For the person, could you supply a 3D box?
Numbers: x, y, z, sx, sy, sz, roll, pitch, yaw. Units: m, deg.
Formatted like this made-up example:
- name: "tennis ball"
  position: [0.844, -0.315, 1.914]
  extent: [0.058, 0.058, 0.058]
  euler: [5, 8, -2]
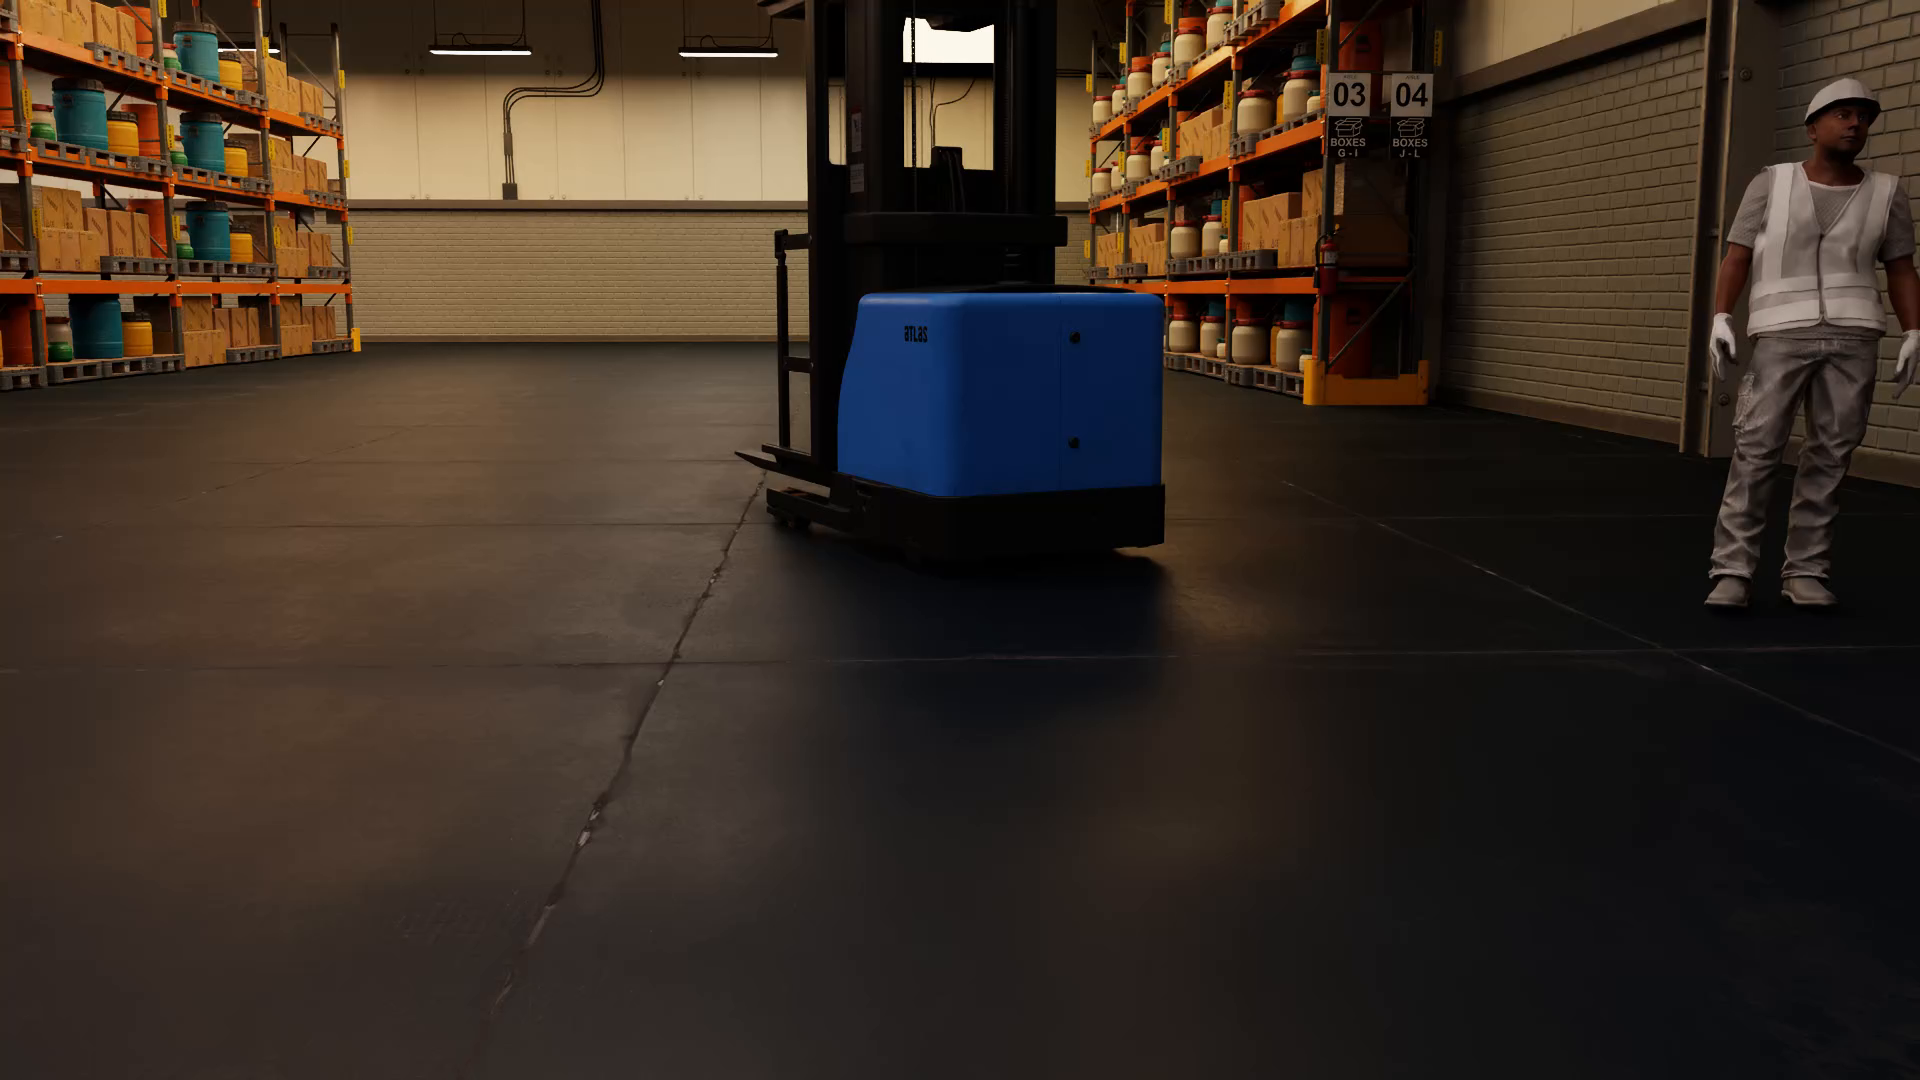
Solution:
- name: "person"
  position: [2.904, -0.661, 5.639]
  extent: [0.657, 1.783, 0.578]
  euler: [3, 9, 17]

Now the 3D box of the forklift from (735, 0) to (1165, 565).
- name: "forklift"
  position: [-0.264, -1.530, 7.637]
  extent: [1.130, 2.935, 3.031]
  euler: [-4, 9, -25]
